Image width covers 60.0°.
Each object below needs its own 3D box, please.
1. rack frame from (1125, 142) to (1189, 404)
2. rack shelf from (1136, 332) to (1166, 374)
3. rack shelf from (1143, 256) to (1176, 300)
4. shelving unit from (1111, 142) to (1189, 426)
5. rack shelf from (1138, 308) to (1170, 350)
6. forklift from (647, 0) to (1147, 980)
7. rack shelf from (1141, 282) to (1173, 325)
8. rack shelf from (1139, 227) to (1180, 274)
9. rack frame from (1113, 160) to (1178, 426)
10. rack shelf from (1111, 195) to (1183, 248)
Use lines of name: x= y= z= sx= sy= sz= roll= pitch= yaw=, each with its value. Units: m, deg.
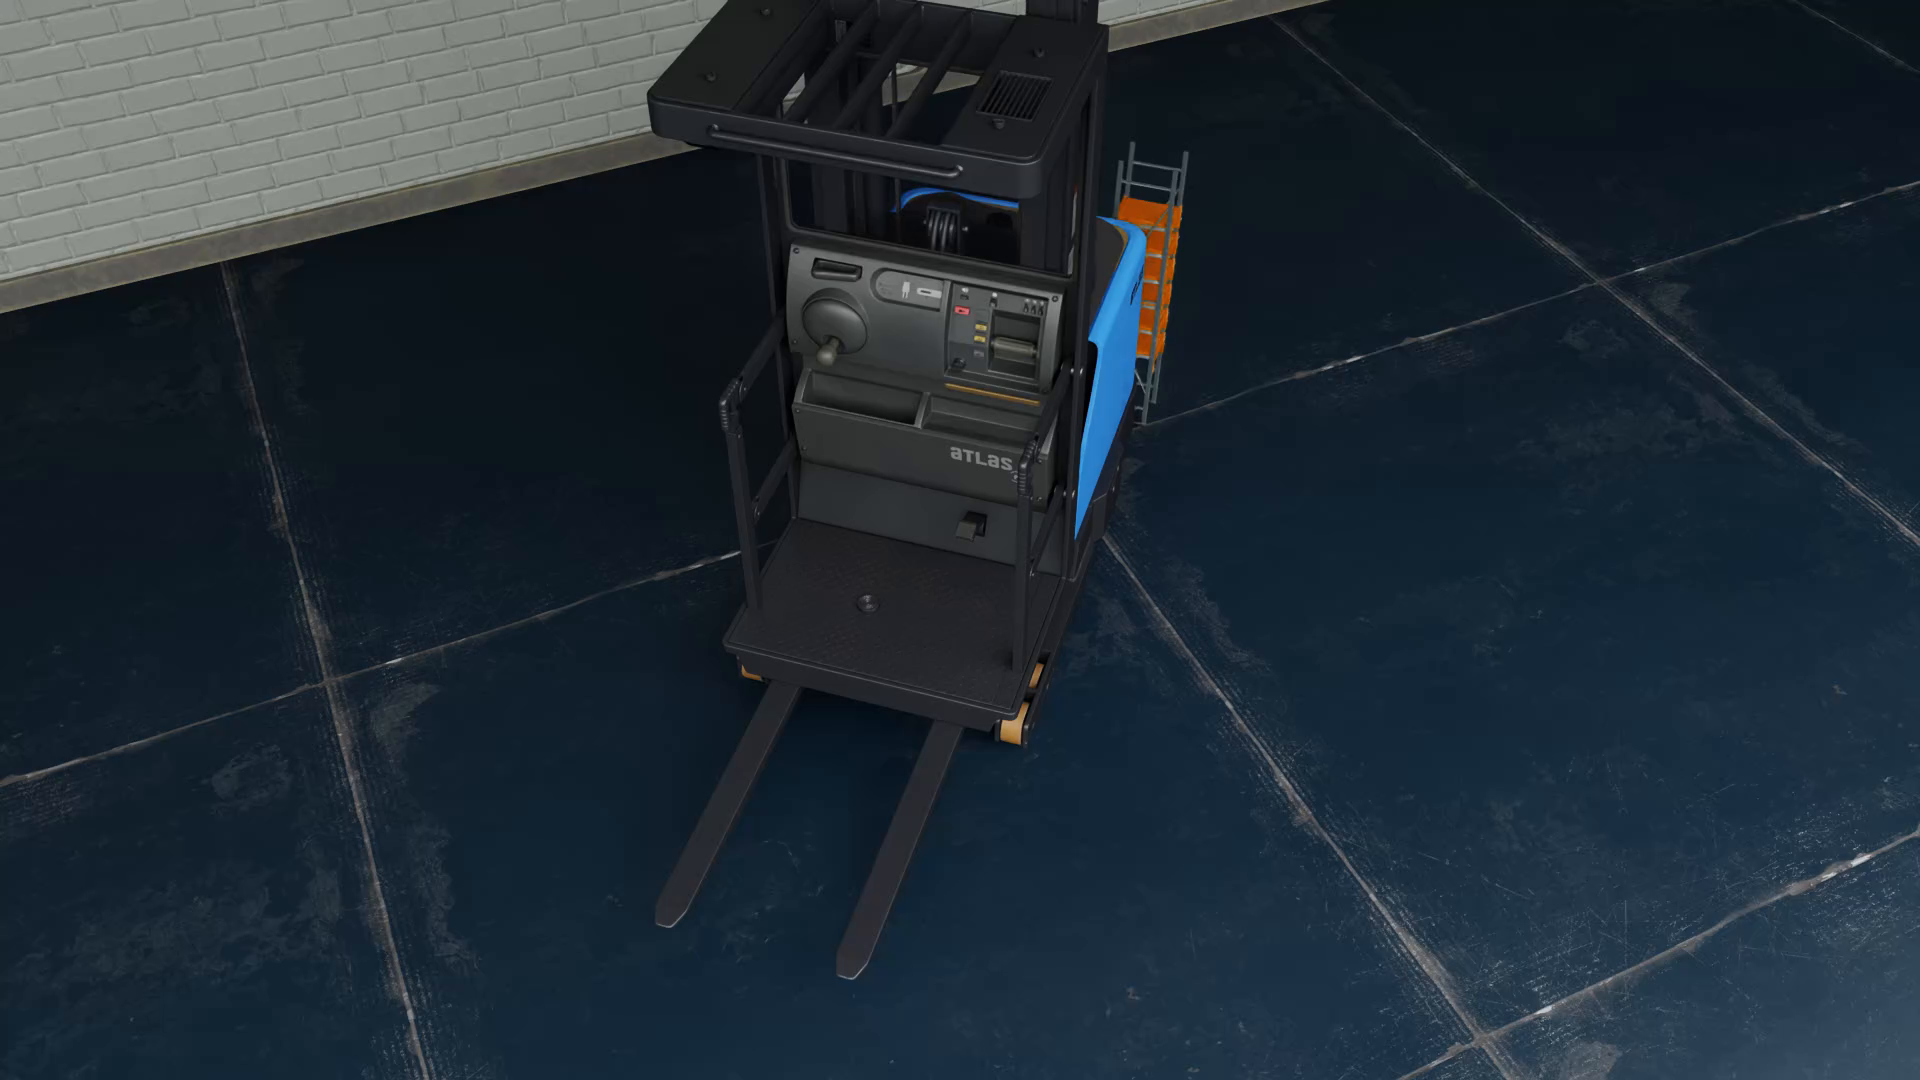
rack frame: x=0.775 y=-1.101 z=7.016 sx=0.240 sy=1.200 sz=0.006 roll=14 pitch=40 yaw=13
rack shelf: x=0.735 y=-0.825 z=7.125 sx=0.258 sy=0.103 sz=0.180 roll=14 pitch=40 yaw=13
rack shelf: x=0.748 y=-1.107 z=6.901 sx=0.258 sy=0.103 sz=0.180 roll=14 pitch=40 yaw=13
shelving unit: x=0.745 y=-1.048 z=6.948 sx=0.258 sy=1.200 sz=0.189 roll=14 pitch=40 yaw=13
rack shelf: x=0.739 y=-0.919 z=7.050 sx=0.258 sy=0.103 sz=0.180 roll=14 pitch=40 yaw=13
forklift: x=-0.187 y=-0.626 z=5.298 sx=1.130 sy=2.935 sz=3.031 roll=12 pitch=46 yaw=12
rack shelf: x=0.743 y=-1.013 z=6.975 sx=0.258 sy=0.103 sz=0.180 roll=14 pitch=40 yaw=13
rack shelf: x=0.752 y=-1.201 z=6.826 sx=0.258 sy=0.103 sz=0.180 roll=14 pitch=40 yaw=13
rack frame: x=0.715 y=-0.995 z=6.879 sx=0.240 sy=1.200 sz=0.006 roll=14 pitch=40 yaw=13
rack shelf: x=0.757 y=-1.295 z=6.751 sx=0.258 sy=0.103 sz=0.180 roll=14 pitch=40 yaw=13
